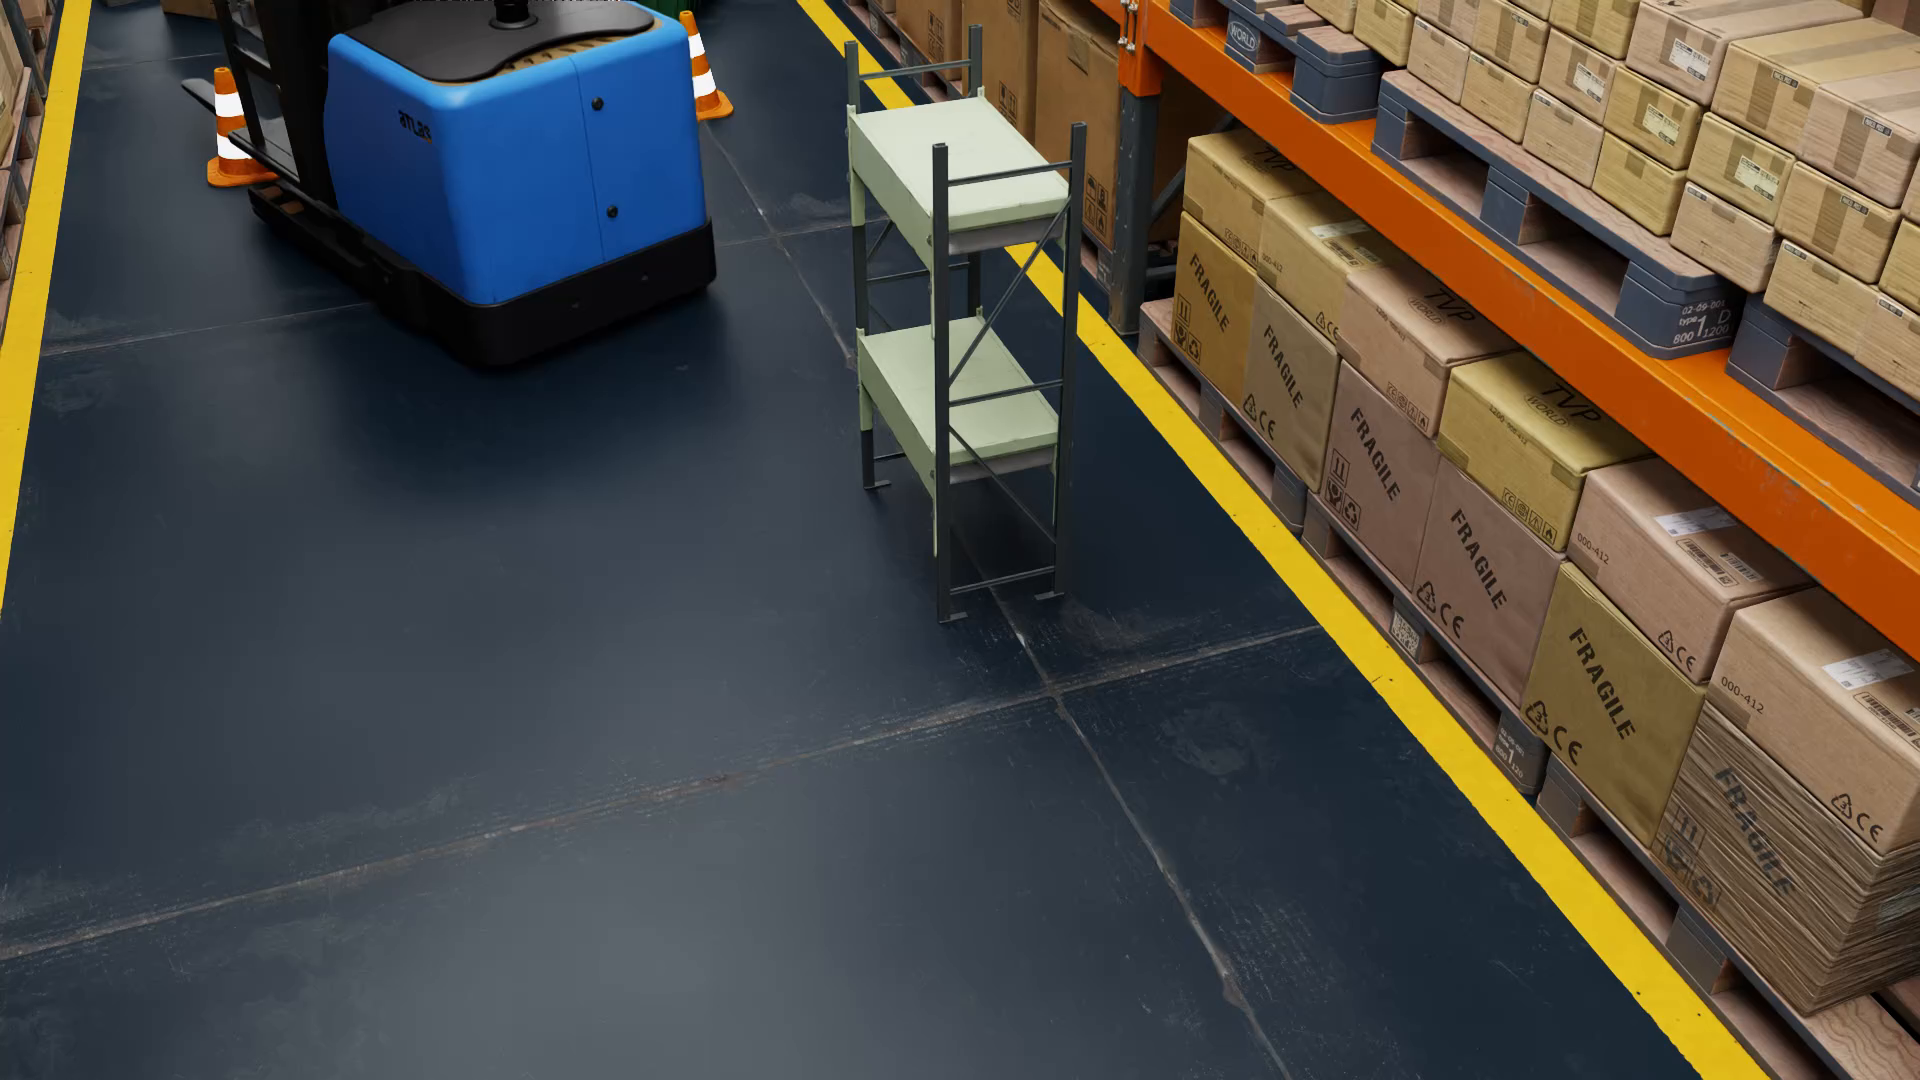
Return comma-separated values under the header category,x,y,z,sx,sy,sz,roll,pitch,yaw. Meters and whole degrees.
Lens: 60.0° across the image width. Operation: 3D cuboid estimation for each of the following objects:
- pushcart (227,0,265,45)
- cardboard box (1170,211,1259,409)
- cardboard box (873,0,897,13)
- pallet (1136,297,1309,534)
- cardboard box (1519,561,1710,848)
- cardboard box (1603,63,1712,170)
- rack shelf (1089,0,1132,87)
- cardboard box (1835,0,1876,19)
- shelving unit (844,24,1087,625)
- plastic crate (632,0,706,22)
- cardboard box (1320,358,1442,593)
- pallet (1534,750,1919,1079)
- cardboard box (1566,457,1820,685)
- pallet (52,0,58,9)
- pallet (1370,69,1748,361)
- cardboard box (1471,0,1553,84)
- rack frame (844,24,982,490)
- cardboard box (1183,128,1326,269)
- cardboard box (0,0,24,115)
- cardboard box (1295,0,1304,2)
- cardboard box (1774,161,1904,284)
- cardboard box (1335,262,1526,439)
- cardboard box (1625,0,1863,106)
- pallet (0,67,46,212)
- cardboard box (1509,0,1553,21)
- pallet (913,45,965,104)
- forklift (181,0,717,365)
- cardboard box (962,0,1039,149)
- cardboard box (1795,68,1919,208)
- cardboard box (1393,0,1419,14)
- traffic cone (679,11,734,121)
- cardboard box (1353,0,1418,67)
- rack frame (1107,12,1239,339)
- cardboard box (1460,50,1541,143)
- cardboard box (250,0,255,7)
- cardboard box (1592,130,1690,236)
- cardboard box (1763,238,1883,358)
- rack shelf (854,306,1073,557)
category,x,y,z,sx,sy,sz,roll,pitch,yaw
pushcart,-2.812,-2.726,8.555,1.648,0.377,0.936,-27,45,-31
cardboard box,1.058,-0.812,5.563,0.500,0.500,0.500,-14,39,-18
cardboard box,-0.024,-3.292,8.648,1.050,0.750,0.750,-13,39,-16
pallet,1.322,-0.539,5.791,1.003,0.211,1.213,-12,39,-16
cardboard box,1.763,0.339,4.035,0.500,0.500,0.500,-13,39,-17
cardboard box,1.651,-0.949,3.630,0.380,0.149,0.250,-12,39,-16
rack shelf,0.366,-2.937,7.255,1.077,0.370,4.000,-12,39,-16
cardboard box,2.185,-1.340,3.901,0.380,0.149,0.250,-11,38,-15
shelving unit,-0.002,-0.603,4.804,0.431,1.500,0.755,-12,39,-16
plastic crate,-1.612,-3.081,9.137,0.450,0.188,0.662,14,38,2
cardboard box,1.416,-0.240,4.804,0.500,0.500,0.500,-13,39,-17
pallet,2.161,0.839,3.961,1.003,0.211,1.213,-12,39,-16
cardboard box,1.773,0.034,3.817,0.500,0.250,0.500,-11,38,-14
pallet,-5.623,-3.221,9.351,1.003,0.211,1.213,-12,39,-16
pallet,1.774,-0.909,4.123,1.003,0.211,1.213,-12,39,-16
cardboard box,1.477,-1.239,4.015,0.380,0.149,0.250,-13,39,-16
rack frame,-0.128,-0.810,5.078,0.400,1.500,0.023,-12,39,-16
cardboard box,1.064,-1.124,5.355,0.500,0.250,0.500,-14,39,-18
cardboard box,-4.752,-2.095,7.373,0.950,0.372,0.625,-12,39,-15
cardboard box,1.111,-1.716,4.895,0.380,0.149,0.250,-11,38,-14
cardboard box,1.836,-0.648,3.230,0.380,0.149,0.250,-14,39,-17
cardboard box,1.397,-0.556,4.600,0.500,0.250,0.500,-12,39,-16
cardboard box,1.662,-1.063,3.534,0.380,0.149,0.250,-14,39,-18
pallet,-4.666,-1.719,7.357,1.003,0.211,1.213,-12,39,-16
cardboard box,1.485,-1.357,3.923,0.380,0.149,0.250,-11,38,-15
pallet,0.438,-2.130,7.903,1.003,0.211,1.213,-12,39,-16
forklift,-2.327,-2.591,6.254,1.130,2.935,3.031,-30,46,-33
cardboard box,0.625,-2.220,7.225,1.050,0.750,0.750,-12,39,-15
cardboard box,1.838,-0.773,3.148,0.380,0.149,0.250,-13,39,-16
cardboard box,1.309,-1.521,4.389,0.380,0.149,0.250,-12,39,-16
traffic cone,-1.278,-2.271,7.881,0.336,0.463,0.334,-12,39,-16
cardboard box,1.299,-1.412,4.491,0.380,0.149,0.250,-11,38,-14
rack frame,1.054,-2.095,5.538,1.000,3.000,0.127,-12,39,-16
cardboard box,1.477,-1.119,4.103,0.380,0.149,0.250,-12,39,-15
cardboard box,-3.274,-2.962,8.138,0.500,0.500,0.500,-12,39,-16
cardboard box,1.657,-0.821,3.707,0.380,0.149,0.250,-11,38,-14
cardboard box,1.848,-0.516,3.301,0.380,0.149,0.250,-14,39,-18
rack shelf,-0.002,-0.342,5.000,0.431,0.370,0.720,-12,39,-16
